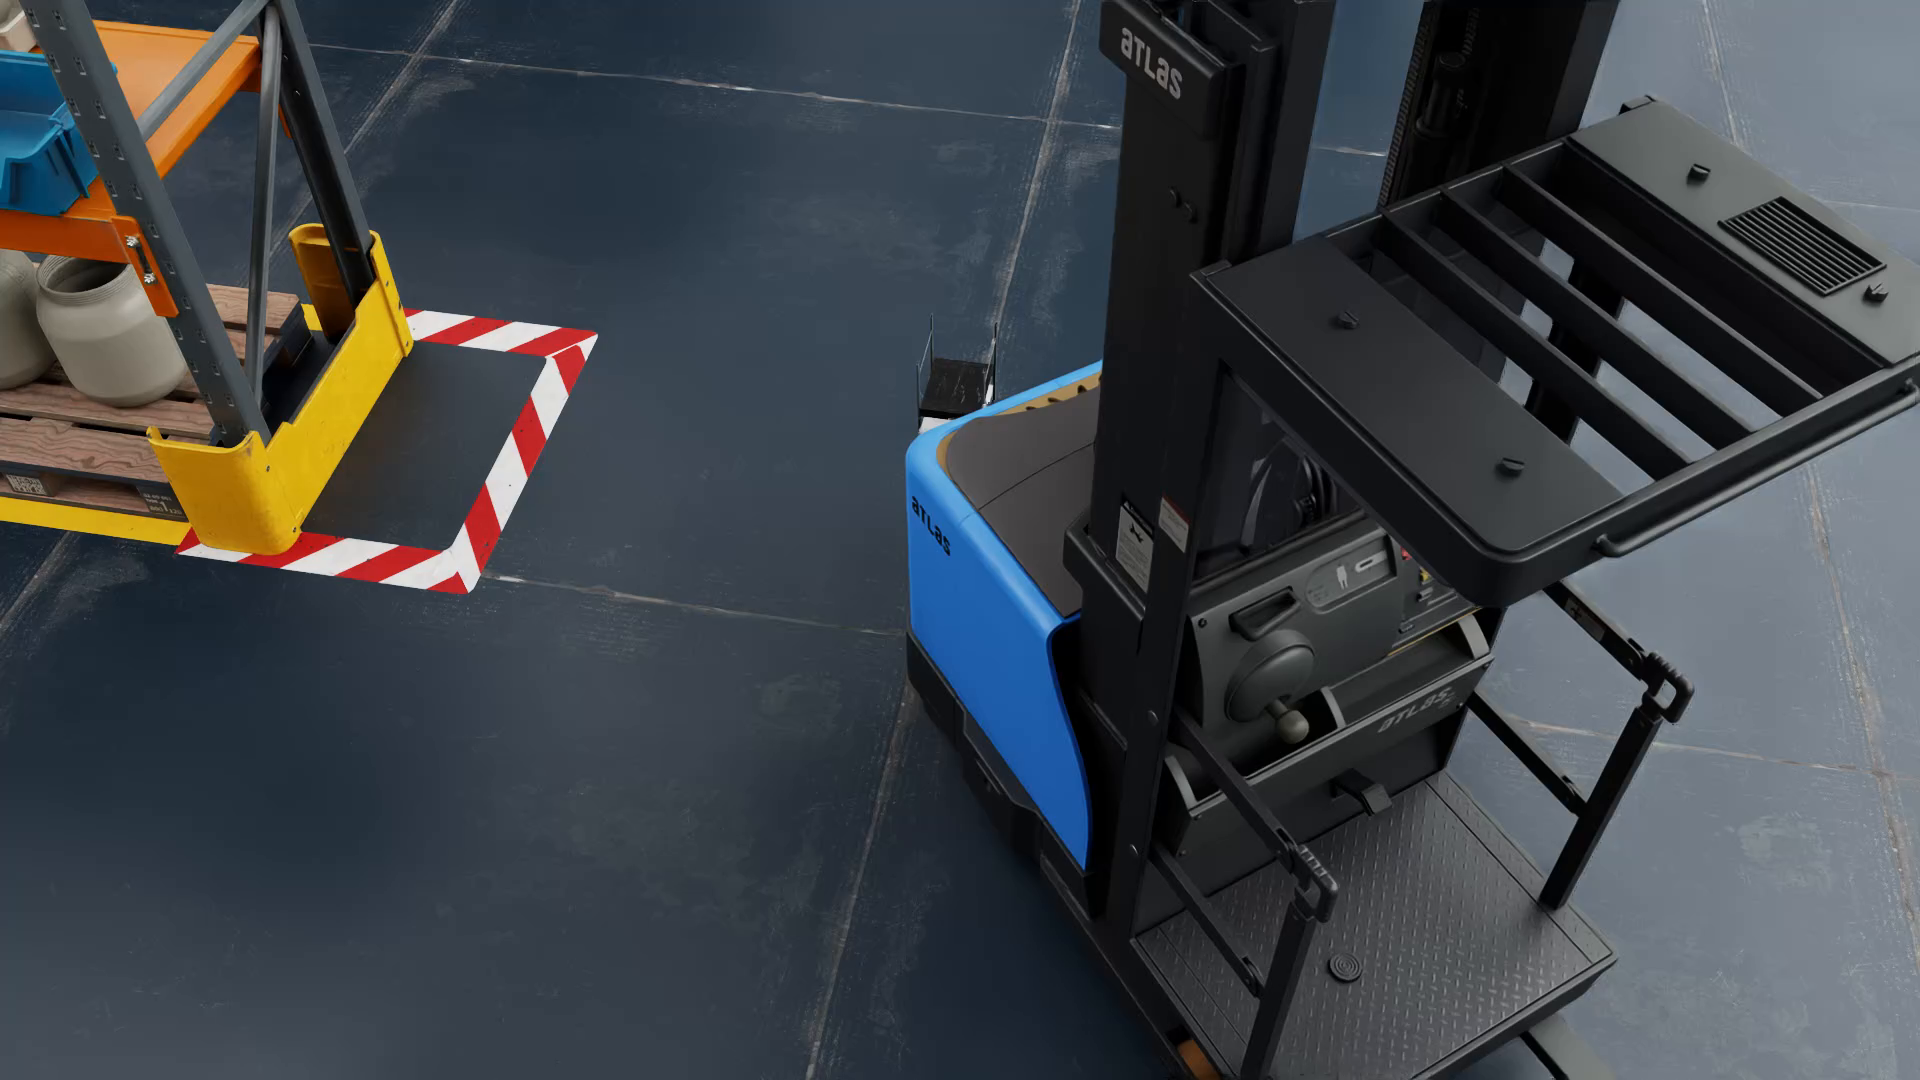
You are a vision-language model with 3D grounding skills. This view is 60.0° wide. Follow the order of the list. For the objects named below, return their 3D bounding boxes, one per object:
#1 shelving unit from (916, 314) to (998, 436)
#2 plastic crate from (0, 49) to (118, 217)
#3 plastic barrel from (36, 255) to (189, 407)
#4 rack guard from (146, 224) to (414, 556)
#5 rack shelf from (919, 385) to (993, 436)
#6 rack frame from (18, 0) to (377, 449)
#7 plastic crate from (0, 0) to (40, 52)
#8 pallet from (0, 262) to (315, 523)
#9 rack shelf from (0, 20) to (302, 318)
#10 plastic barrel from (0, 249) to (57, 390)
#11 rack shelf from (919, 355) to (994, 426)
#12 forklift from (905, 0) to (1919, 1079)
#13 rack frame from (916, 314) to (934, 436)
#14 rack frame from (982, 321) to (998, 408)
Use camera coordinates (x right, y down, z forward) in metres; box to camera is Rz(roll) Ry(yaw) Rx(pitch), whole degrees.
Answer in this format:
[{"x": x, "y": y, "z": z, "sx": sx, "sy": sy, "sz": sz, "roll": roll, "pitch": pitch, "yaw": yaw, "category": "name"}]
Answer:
[{"x": -0.008, "y": -0.302, "z": 5.416, "sx": 0.210, "sy": 0.900, "sz": 0.258, "roll": 8, "pitch": 49, "yaw": 7, "category": "shelving unit"}, {"x": -2.839, "y": -1.213, "z": 4.923, "sx": 0.616, "sy": 0.251, "sz": 0.499, "roll": 8, "pitch": 49, "yaw": 7, "category": "plastic crate"}, {"x": -2.954, "y": -0.755, "z": 5.802, "sx": 0.421, "sy": 0.512, "sz": 0.421, "roll": 0, "pitch": 48, "yaw": 0, "category": "plastic barrel"}, {"x": -2.376, "y": -0.556, "z": 5.913, "sx": 0.348, "sy": 0.500, "sz": 1.175, "roll": 8, "pitch": 49, "yaw": 7, "category": "rack guard"}, {"x": -0.008, "y": -0.400, "z": 5.307, "sx": 0.200, "sy": 0.077, "sz": 0.258, "roll": 8, "pitch": 49, "yaw": 7, "category": "rack shelf"}, {"x": -2.293, "y": -1.415, "z": 5.005, "sx": 0.127, "sy": 3.000, "sz": 1.000, "roll": 8, "pitch": 49, "yaw": 7, "category": "rack frame"}, {"x": -3.116, "y": -1.681, "z": 5.421, "sx": 0.250, "sy": 0.136, "sz": 0.298, "roll": 8, "pitch": 49, "yaw": 7, "category": "plastic crate"}, {"x": -3.175, "y": -0.570, "z": 6.121, "sx": 1.213, "sy": 0.211, "sz": 1.003, "roll": 8, "pitch": 49, "yaw": 7, "category": "pallet"}, {"x": -4.261, "y": -1.440, "z": 5.511, "sx": 4.000, "sy": 0.370, "sz": 1.077, "roll": 8, "pitch": 49, "yaw": 7, "category": "rack shelf"}, {"x": -3.447, "y": -0.822, "z": 5.862, "sx": 0.421, "sy": 0.512, "sz": 0.421, "roll": 0, "pitch": 48, "yaw": 0, "category": "plastic barrel"}, {"x": -0.008, "y": -0.460, "z": 5.240, "sx": 0.200, "sy": 0.077, "sz": 0.258, "roll": 8, "pitch": 49, "yaw": 7, "category": "rack shelf"}, {"x": 1.009, "y": 0.230, "z": 3.572, "sx": 1.130, "sy": 2.935, "sz": 3.031, "roll": -23, "pitch": 52, "yaw": -20, "category": "forklift"}, {"x": -0.108, "y": -0.315, "z": 5.428, "sx": 0.006, "sy": 0.900, "sz": 0.240, "roll": 8, "pitch": 49, "yaw": 7, "category": "rack frame"}, {"x": 0.092, "y": -0.288, "z": 5.404, "sx": 0.006, "sy": 0.900, "sz": 0.240, "roll": 8, "pitch": 49, "yaw": 7, "category": "rack frame"}]
